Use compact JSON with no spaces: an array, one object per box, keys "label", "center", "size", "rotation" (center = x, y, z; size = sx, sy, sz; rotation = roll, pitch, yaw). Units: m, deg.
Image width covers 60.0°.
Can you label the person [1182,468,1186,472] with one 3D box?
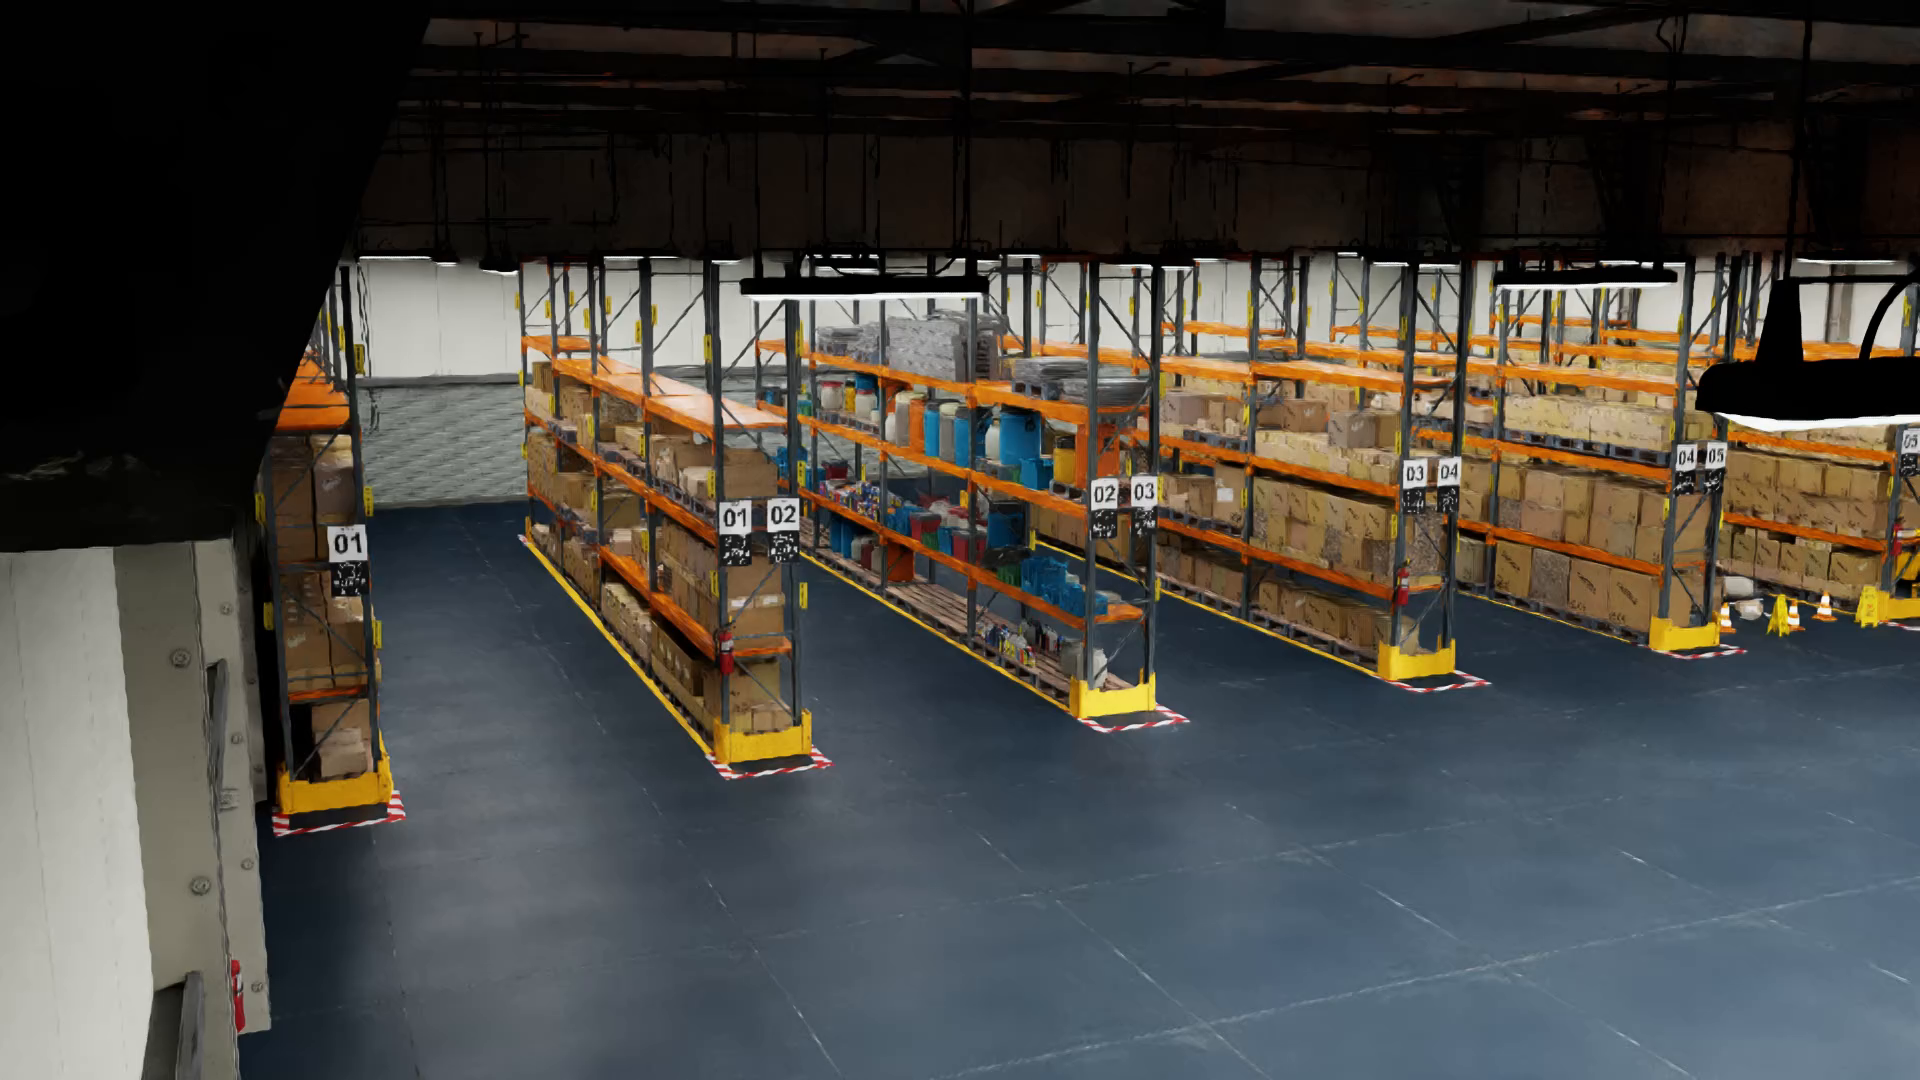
[{"label":"person","center":[4.500,-0.633,33.772],"size":[0.498,1.675,0.441],"rotation":[8,13,36]}]

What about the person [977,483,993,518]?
[{"label":"person","center":[0.532,-0.948,35.263],"size":[0.468,1.815,0.569],"rotation":[-2,11,-11]}]
